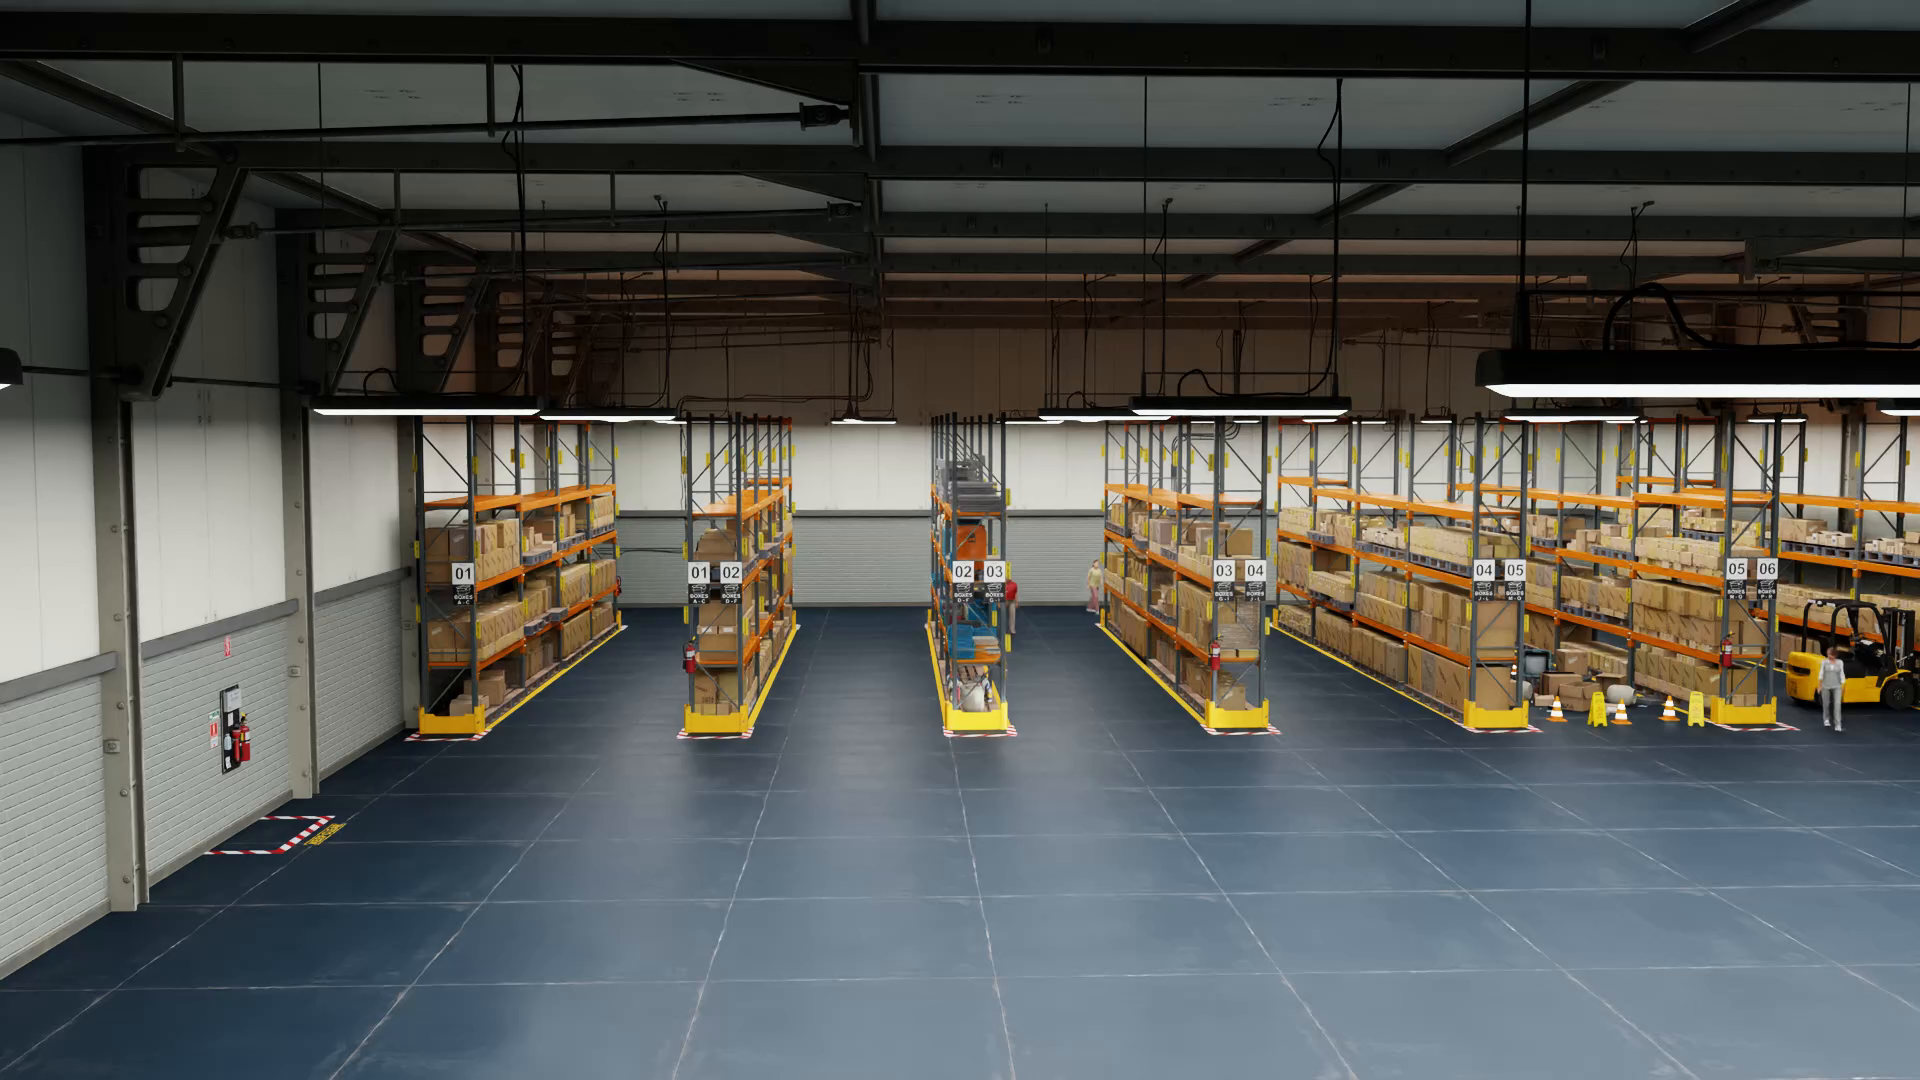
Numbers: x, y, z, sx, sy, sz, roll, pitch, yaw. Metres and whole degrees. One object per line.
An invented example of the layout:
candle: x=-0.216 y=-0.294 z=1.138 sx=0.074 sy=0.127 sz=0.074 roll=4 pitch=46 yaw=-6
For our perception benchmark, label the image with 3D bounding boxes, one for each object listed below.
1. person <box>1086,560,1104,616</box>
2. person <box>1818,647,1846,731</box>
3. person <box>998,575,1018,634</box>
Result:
person: x=4.155 y=1.445 z=50.898 sx=0.453 sy=1.682 sz=0.860 roll=-3 pitch=5 yaw=-36
person: x=16.498 y=2.796 z=31.470 sx=0.461 sy=1.553 sz=0.835 roll=2 pitch=5 yaw=32
person: x=1.335 y=1.745 z=46.061 sx=0.597 sy=1.663 sz=1.099 roll=0 pitch=4 yaw=-6
